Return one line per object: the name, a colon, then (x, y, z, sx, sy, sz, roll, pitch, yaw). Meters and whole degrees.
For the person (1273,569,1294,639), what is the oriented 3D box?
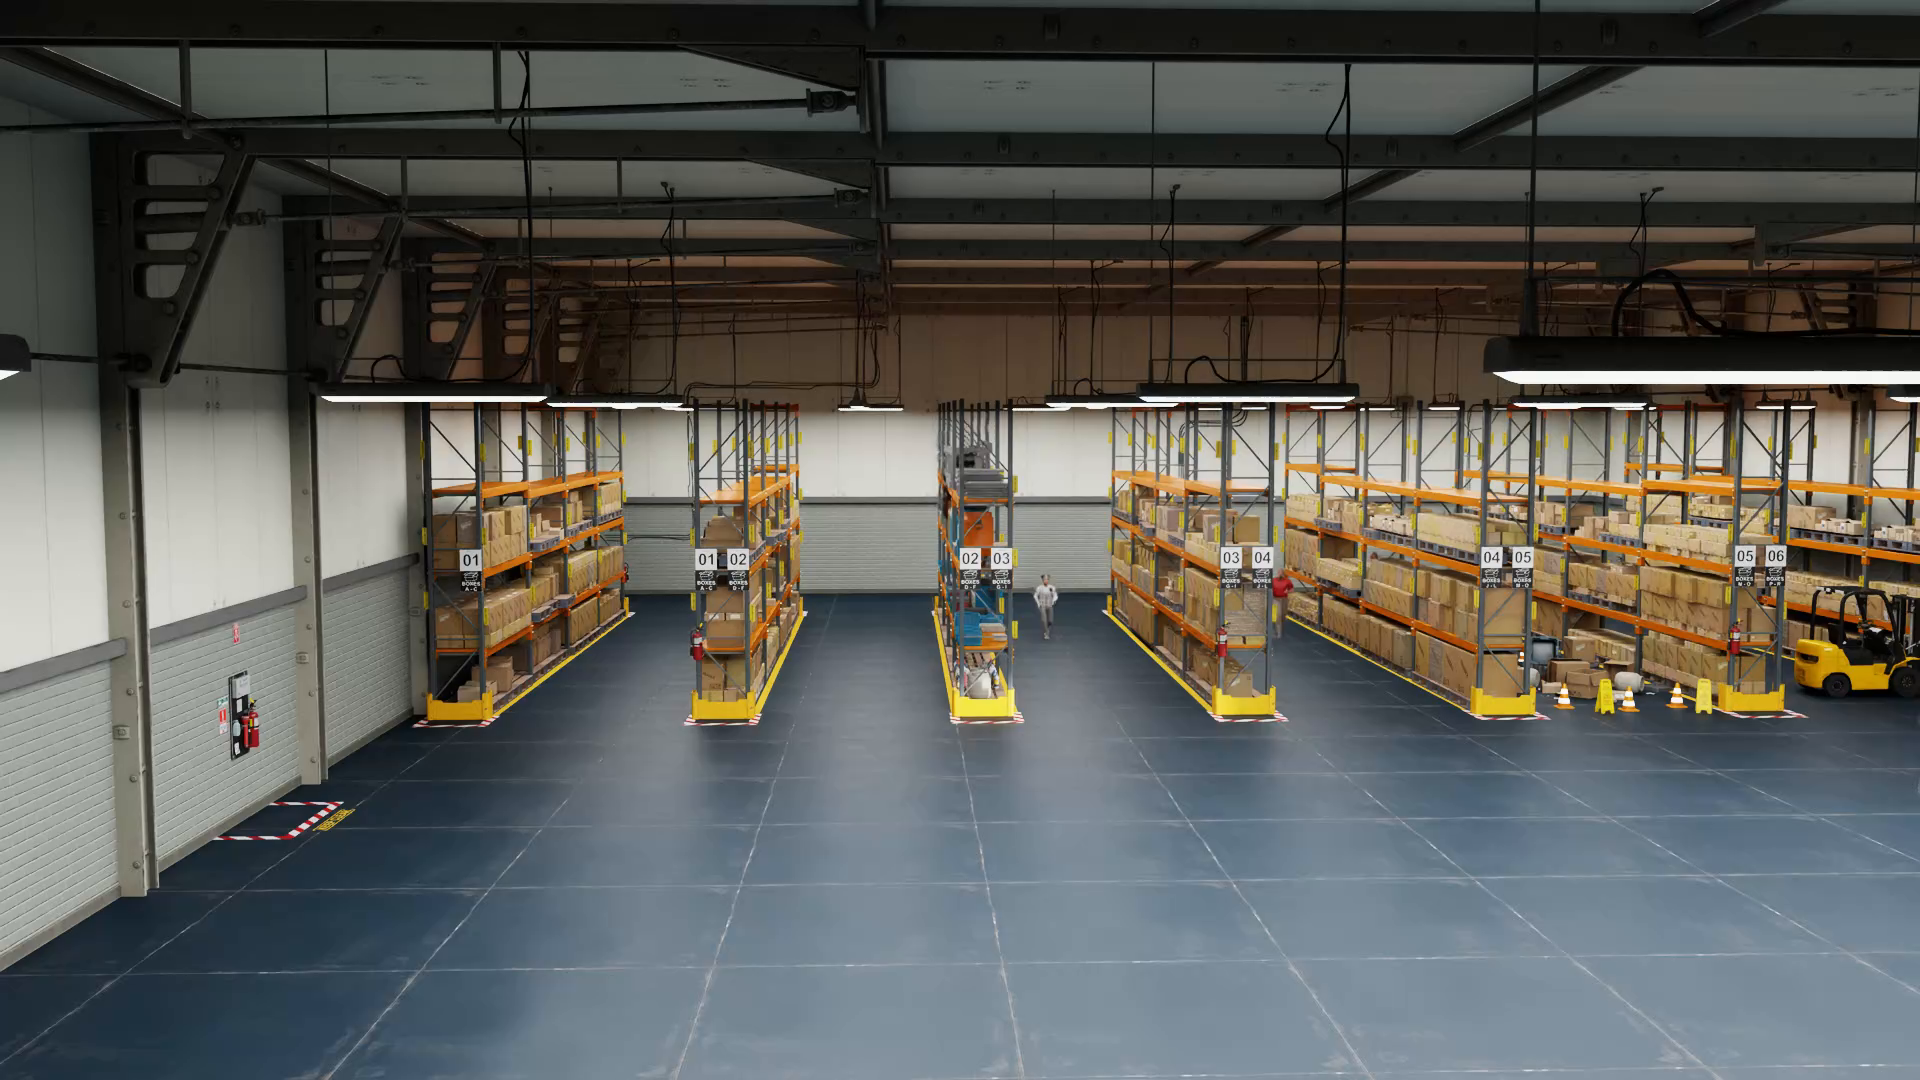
person: (8.265, 1.620, 42.763, 0.641, 1.759, 0.893, 0, 4, 3)

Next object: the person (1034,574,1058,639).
person: (2.193, 1.684, 42.316, 0.584, 1.654, 0.599, 0, 4, -3)

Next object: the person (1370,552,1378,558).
person: (12.251, 1.181, 49.218, 0.681, 1.675, 0.549, 0, 4, 3)
